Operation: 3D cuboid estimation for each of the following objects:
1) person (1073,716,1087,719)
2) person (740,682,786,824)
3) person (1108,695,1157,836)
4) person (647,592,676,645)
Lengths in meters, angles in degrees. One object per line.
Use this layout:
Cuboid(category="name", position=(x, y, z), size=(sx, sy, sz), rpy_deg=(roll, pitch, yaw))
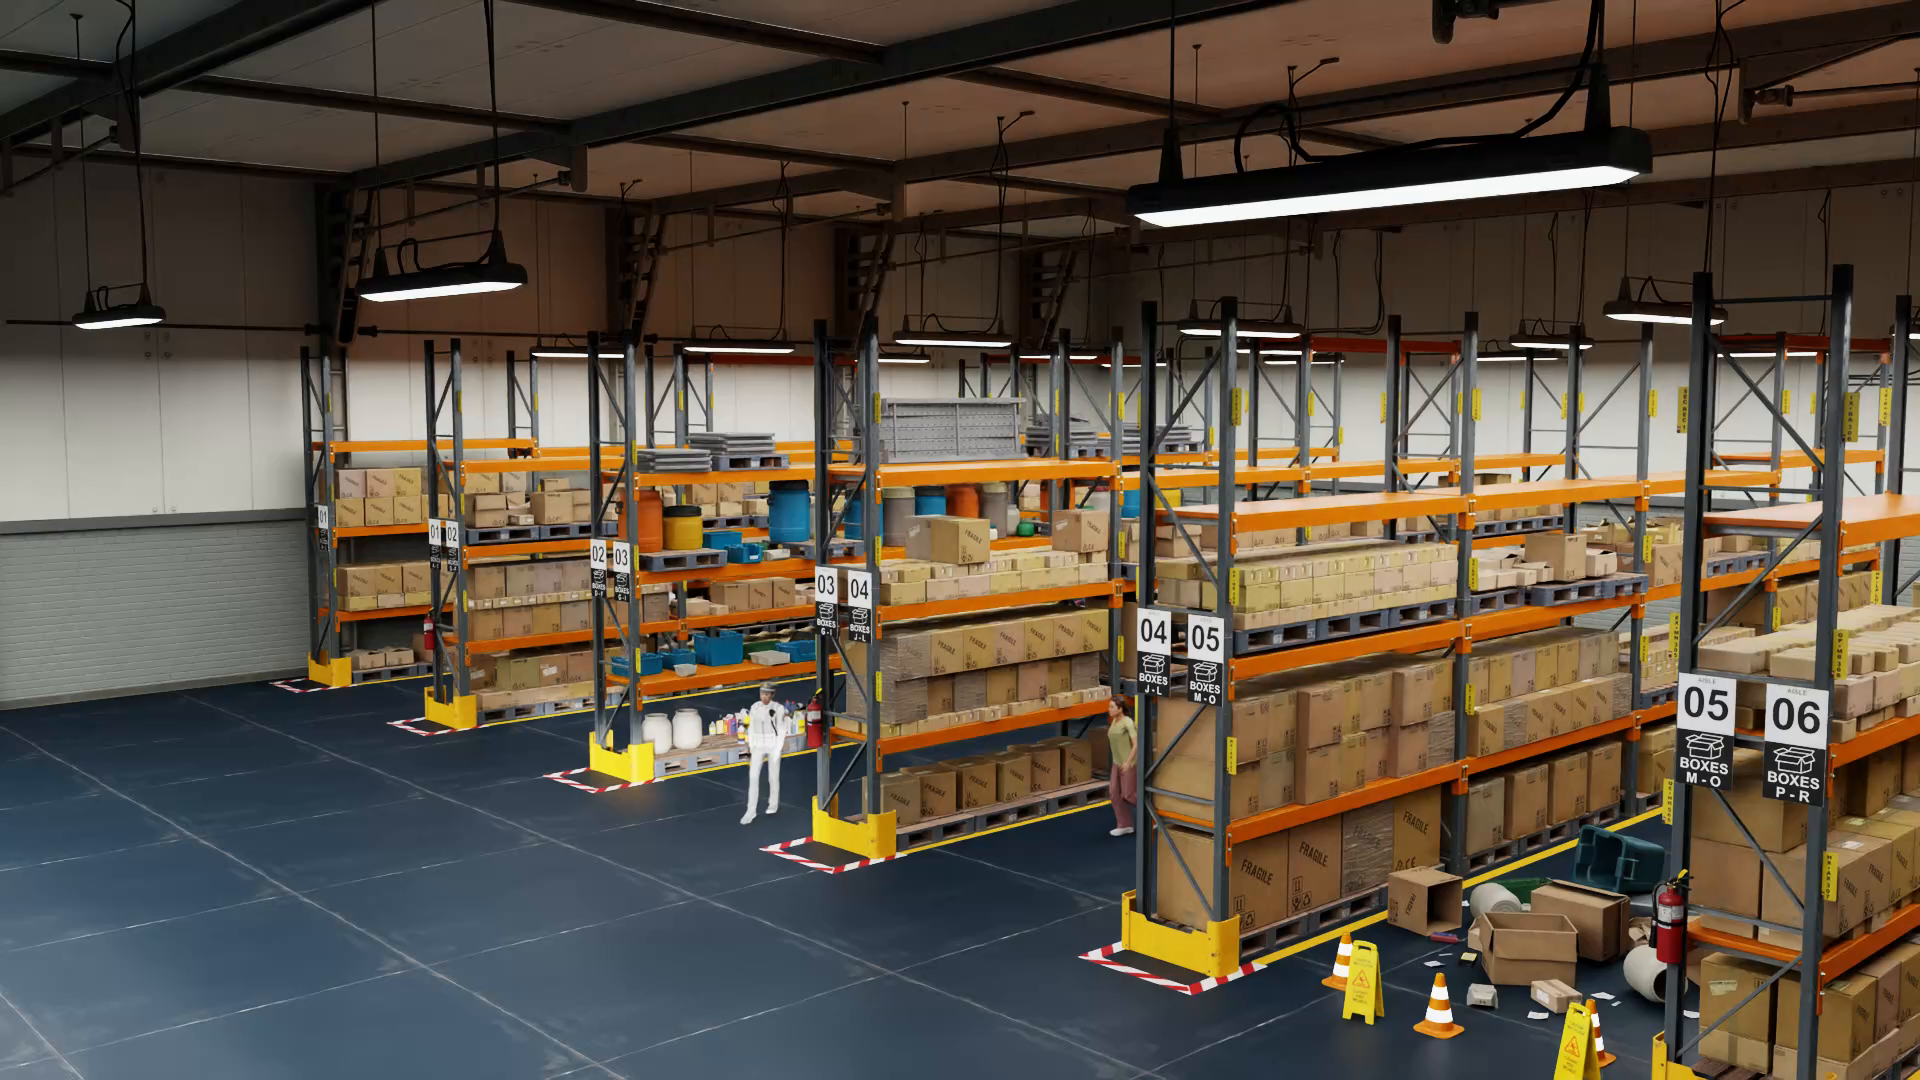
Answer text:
Cuboid(category="person", position=(2.214, 1.964, 26.324), size=(0.544, 1.710, 1.055), rpy_deg=(4, 6, 37))
Cuboid(category="person", position=(-2.366, 2.550, 20.226), size=(0.502, 1.673, 0.735), rpy_deg=(1, 5, 6))
Cuboid(category="person", position=(2.014, 2.633, 19.563), size=(0.586, 1.644, 0.508), rpy_deg=(-2, 6, -26))
Cuboid(category="person", position=(-5.744, 1.570, 31.787), size=(0.507, 1.655, 0.746), rpy_deg=(2, 6, 24))
